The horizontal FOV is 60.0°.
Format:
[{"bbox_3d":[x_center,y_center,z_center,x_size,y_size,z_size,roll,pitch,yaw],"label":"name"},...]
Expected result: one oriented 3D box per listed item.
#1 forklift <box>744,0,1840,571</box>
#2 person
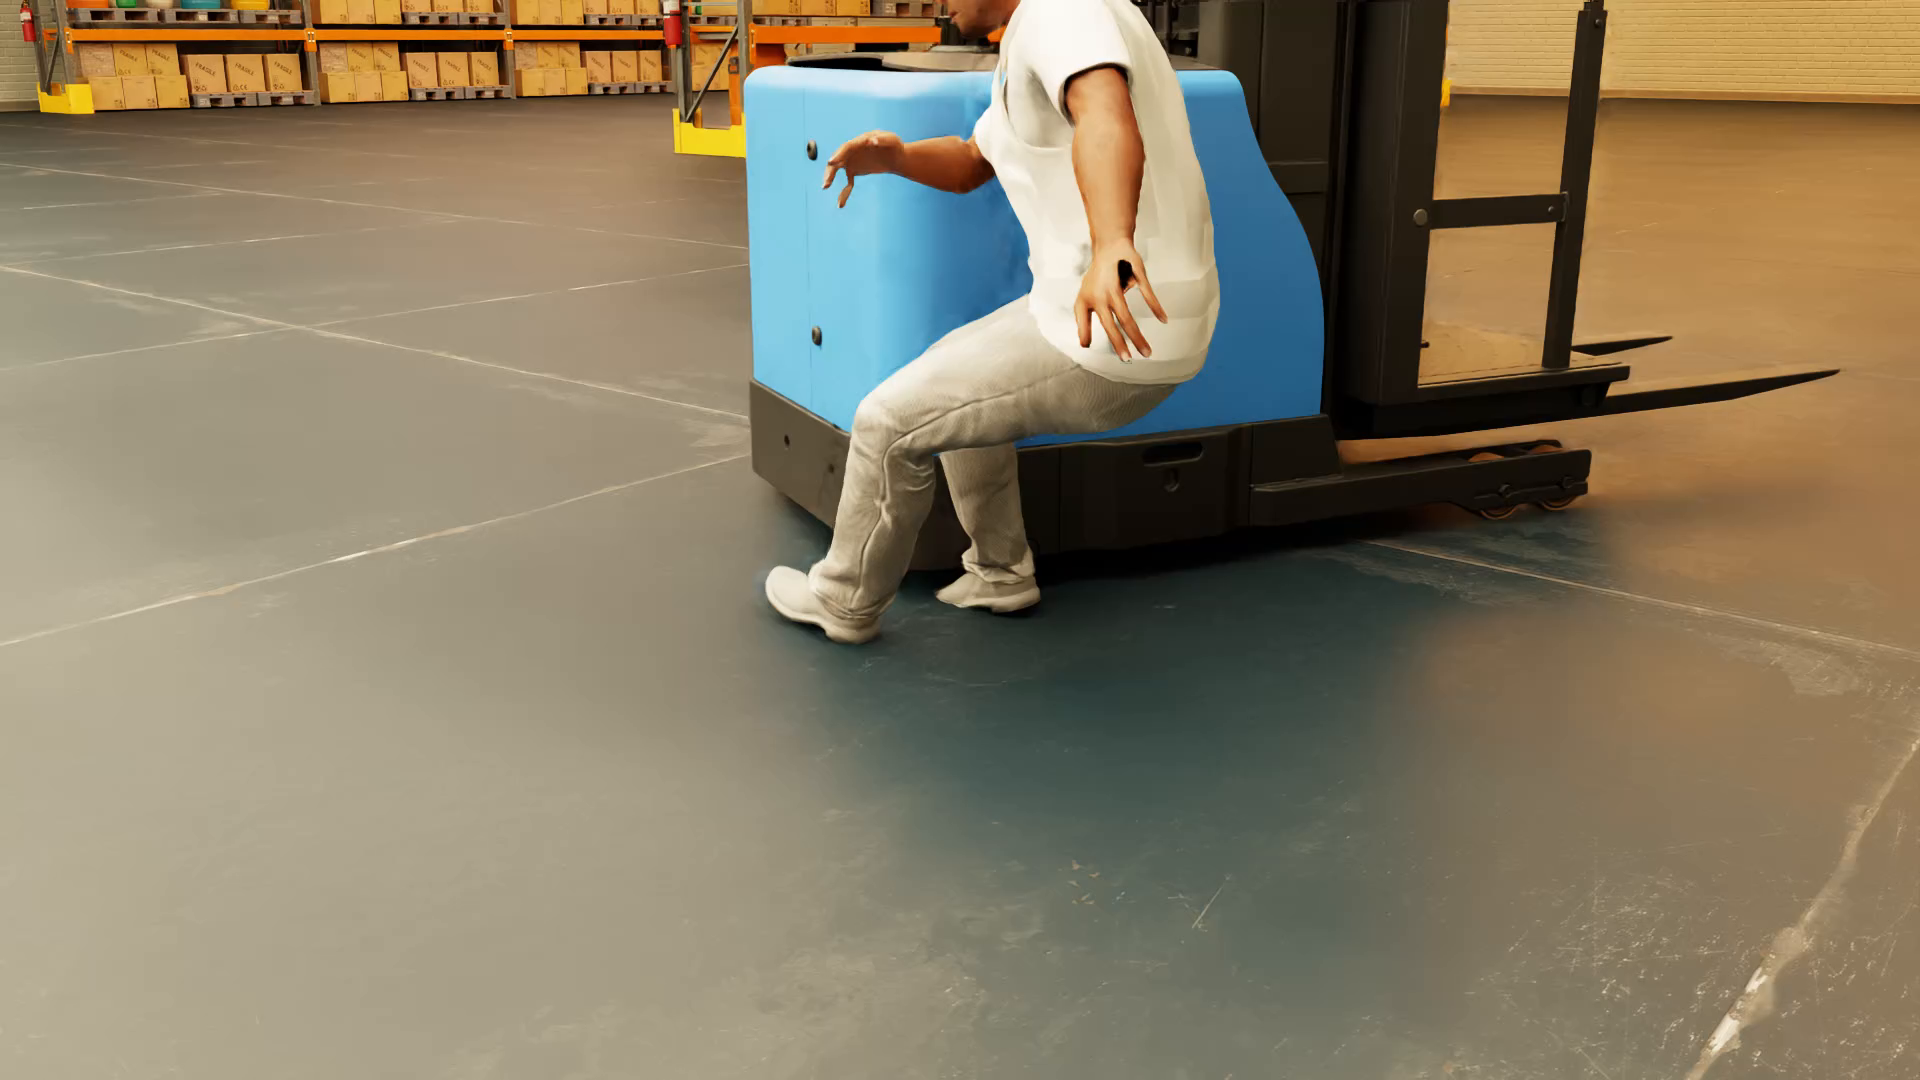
[{"bbox_3d":[1.023,-1.582,4.107,3.031,2.935,1.130,-8,19,-24],"label":"forklift"},{"bbox_3d":[-0.026,-0.405,2.876,0.949,1.489,1.100,5,18,16],"label":"person"}]
